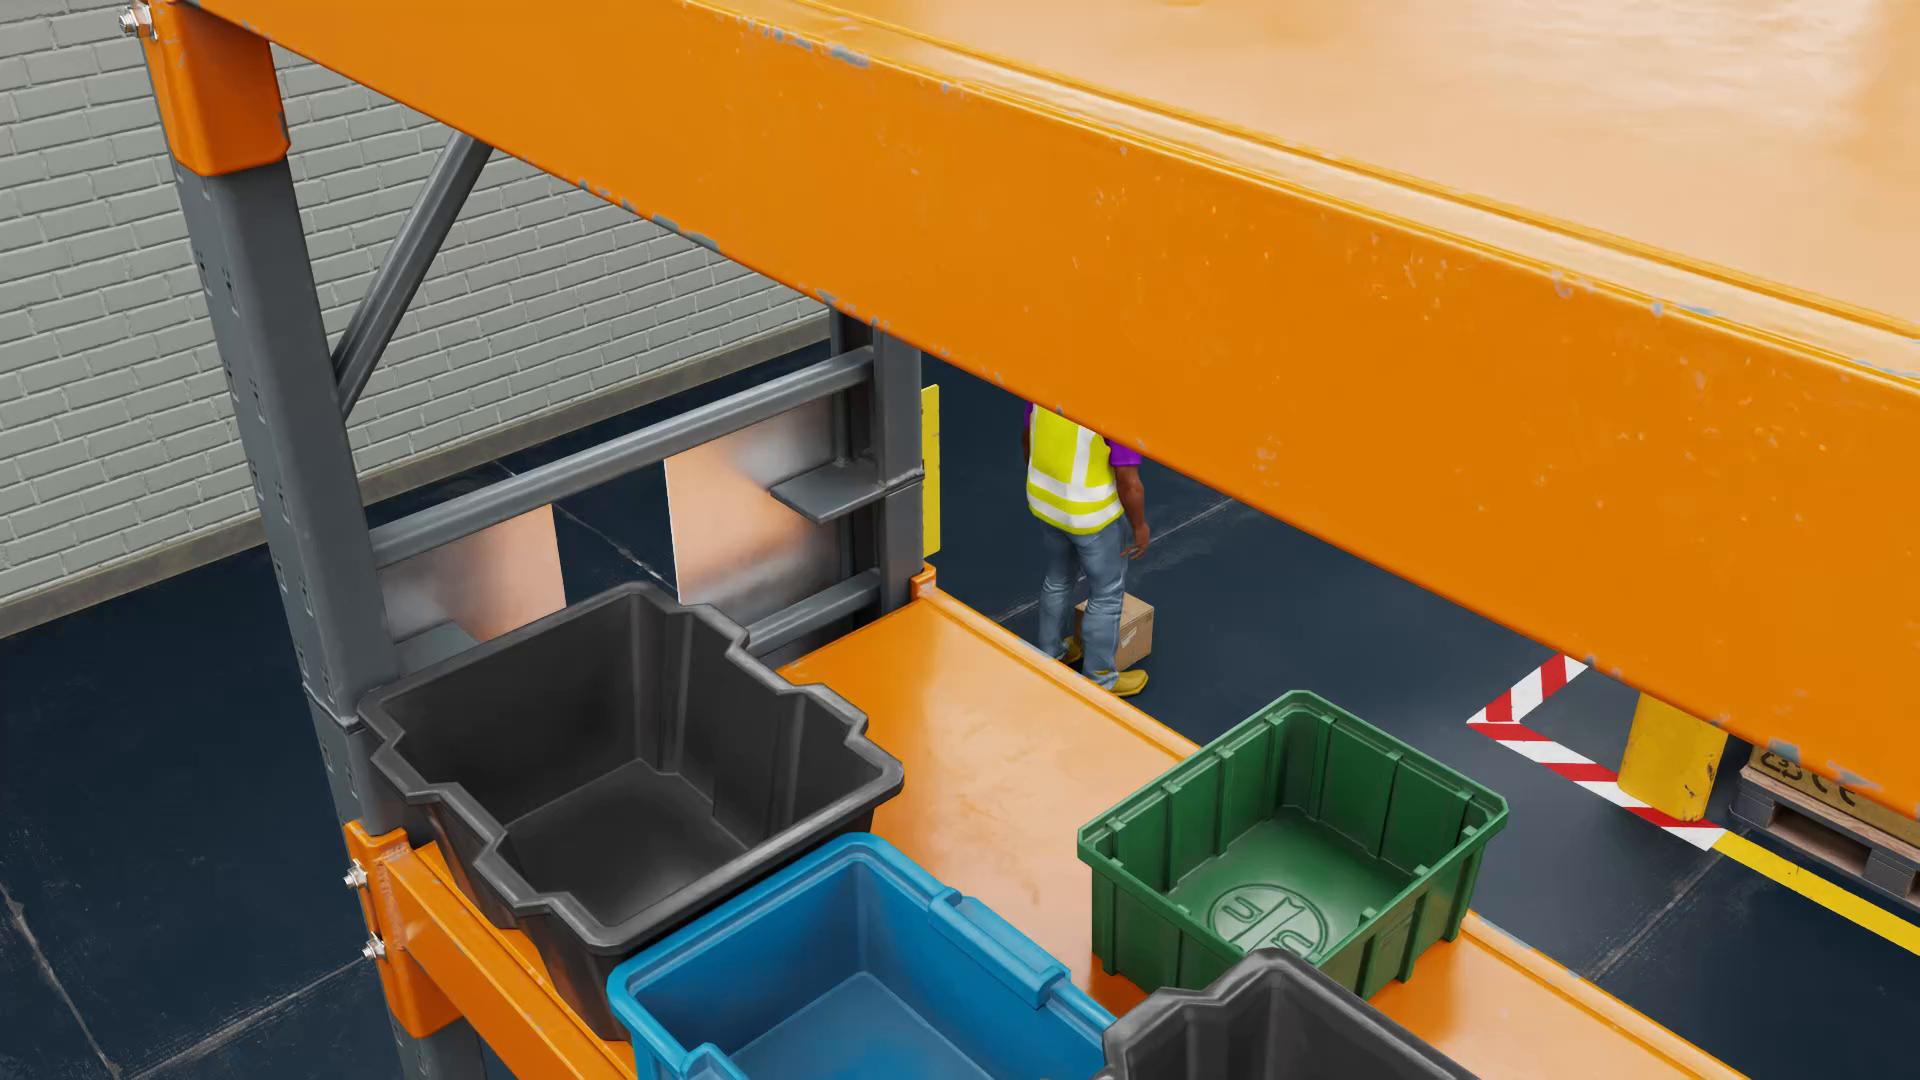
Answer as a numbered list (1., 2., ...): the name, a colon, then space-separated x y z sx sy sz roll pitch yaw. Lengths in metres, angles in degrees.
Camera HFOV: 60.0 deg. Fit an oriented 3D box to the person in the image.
1. person: 0.526 -0.157 6.874 0.462 1.761 0.629 -26 40 -36
